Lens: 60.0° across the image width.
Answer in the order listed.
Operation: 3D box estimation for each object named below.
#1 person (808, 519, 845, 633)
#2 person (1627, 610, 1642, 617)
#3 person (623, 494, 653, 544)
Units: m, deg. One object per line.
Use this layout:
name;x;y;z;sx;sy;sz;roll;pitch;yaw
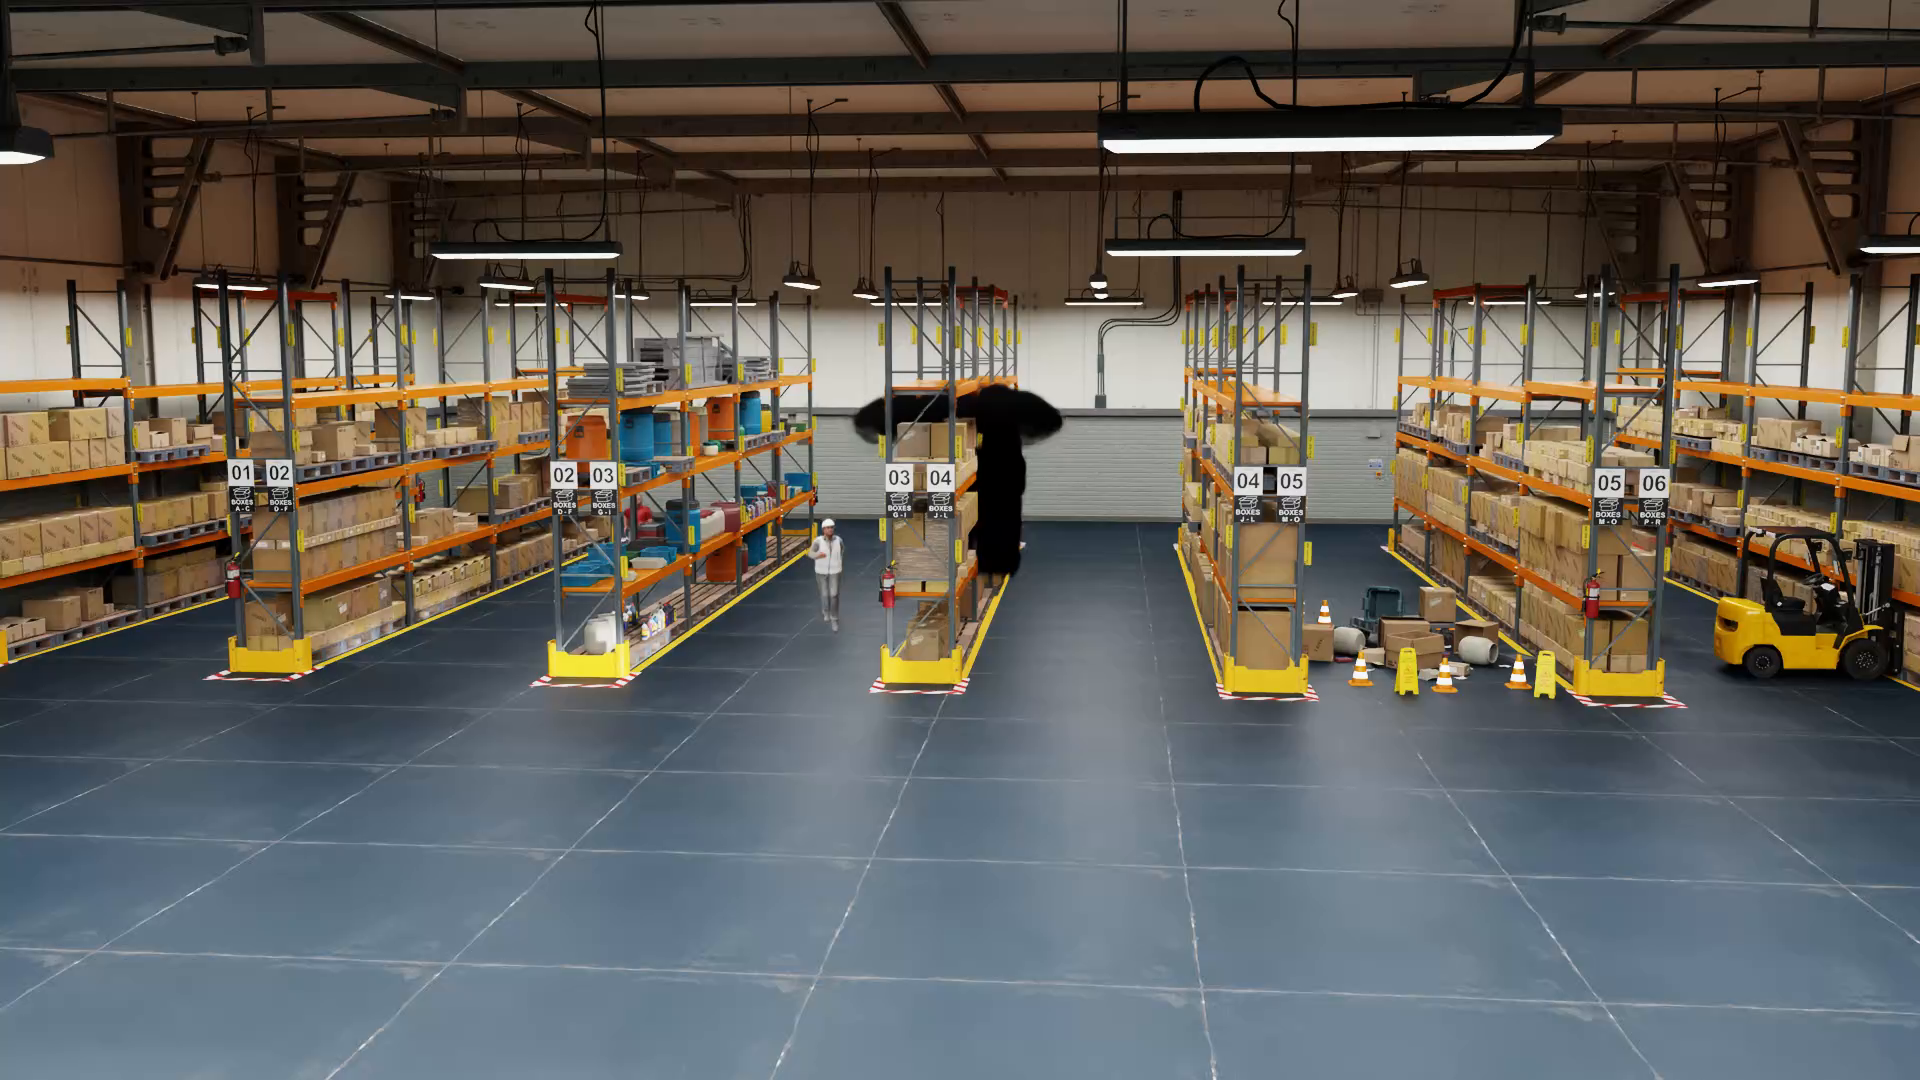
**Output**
person;-2.190;0.566;27.360;0.620;1.841;0.779;-1;7;-7
person;11.655;0.711;29.014;0.680;1.578;0.965;-2;7;-16
person;-6.773;-0.081;34.952;0.651;1.767;0.735;0;7;-3
